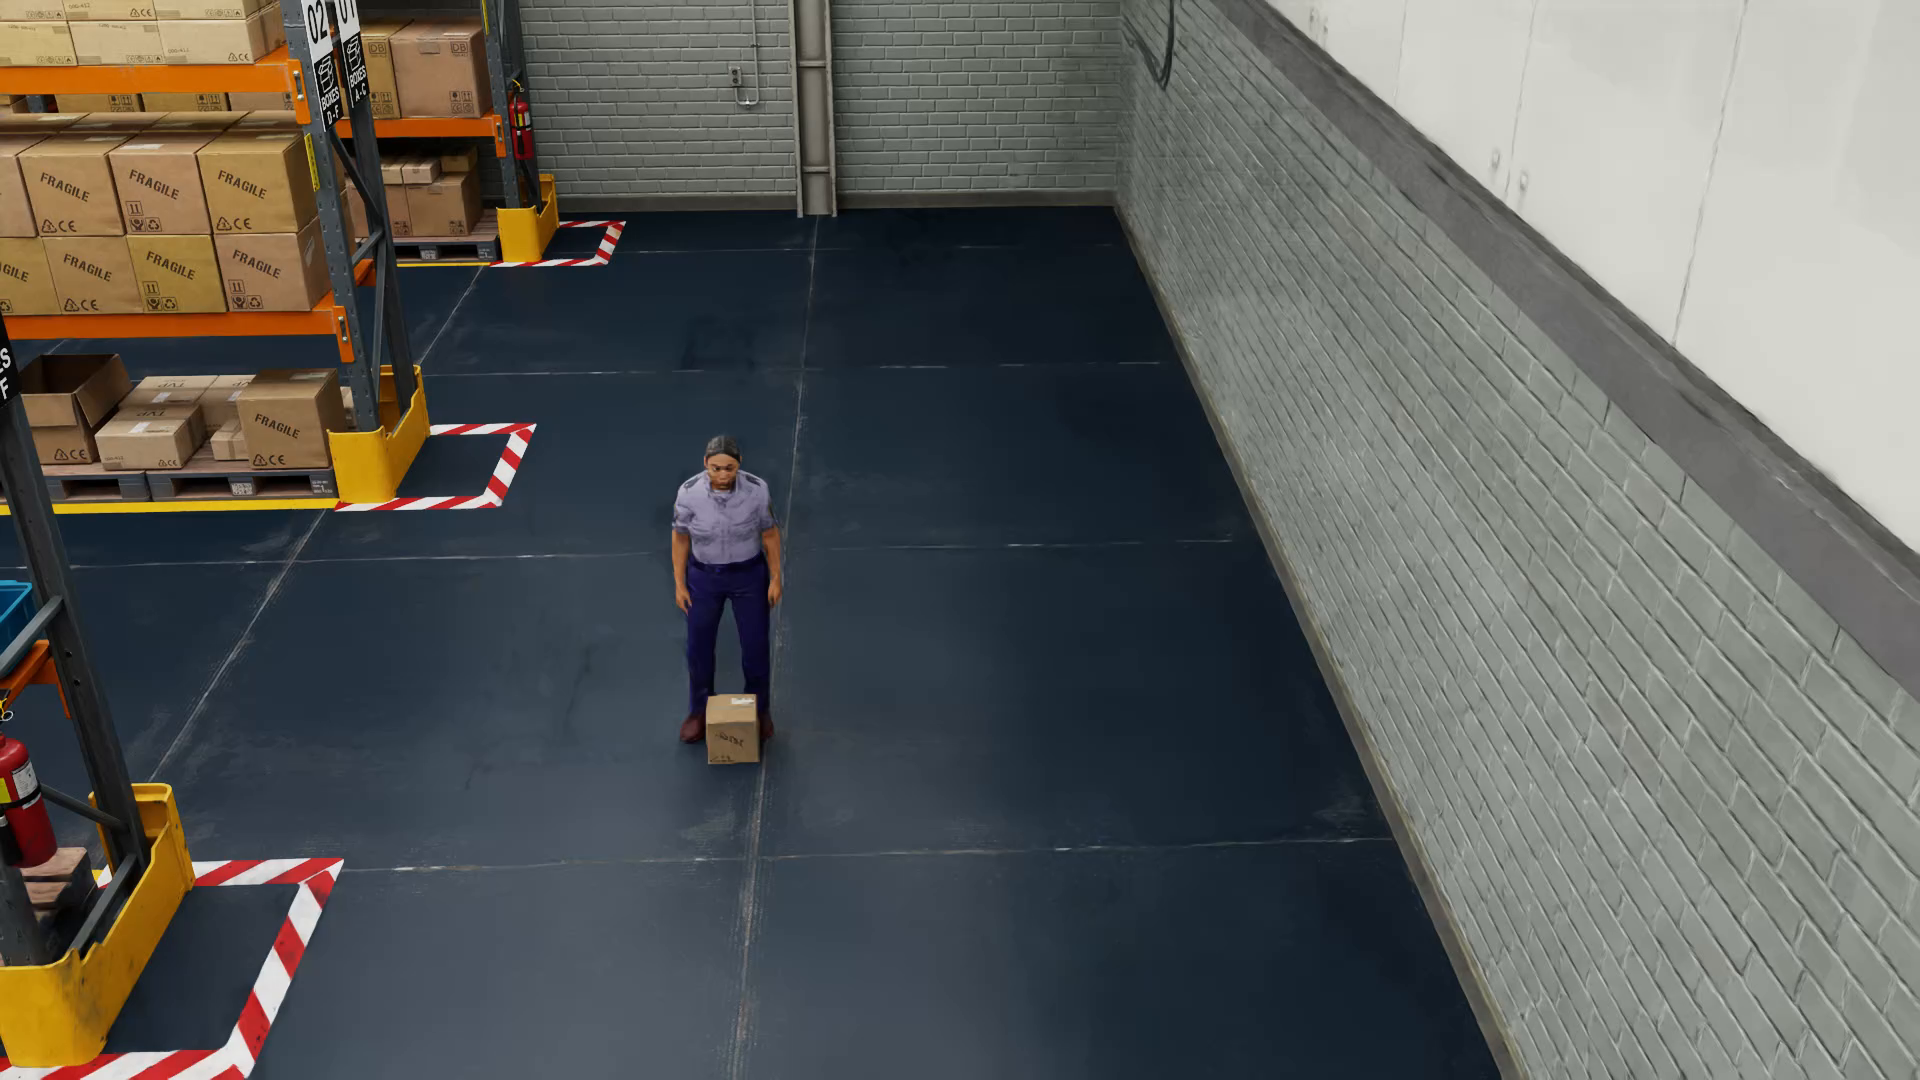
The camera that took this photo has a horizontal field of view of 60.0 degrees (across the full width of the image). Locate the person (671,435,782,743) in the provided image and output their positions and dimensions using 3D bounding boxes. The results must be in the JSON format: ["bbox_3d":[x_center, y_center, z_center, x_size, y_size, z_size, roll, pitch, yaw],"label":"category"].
[{"bbox_3d":[-1.158,0.225,8.201,0.564,1.652,0.335,-3,28,-6],"label":"person"}]
